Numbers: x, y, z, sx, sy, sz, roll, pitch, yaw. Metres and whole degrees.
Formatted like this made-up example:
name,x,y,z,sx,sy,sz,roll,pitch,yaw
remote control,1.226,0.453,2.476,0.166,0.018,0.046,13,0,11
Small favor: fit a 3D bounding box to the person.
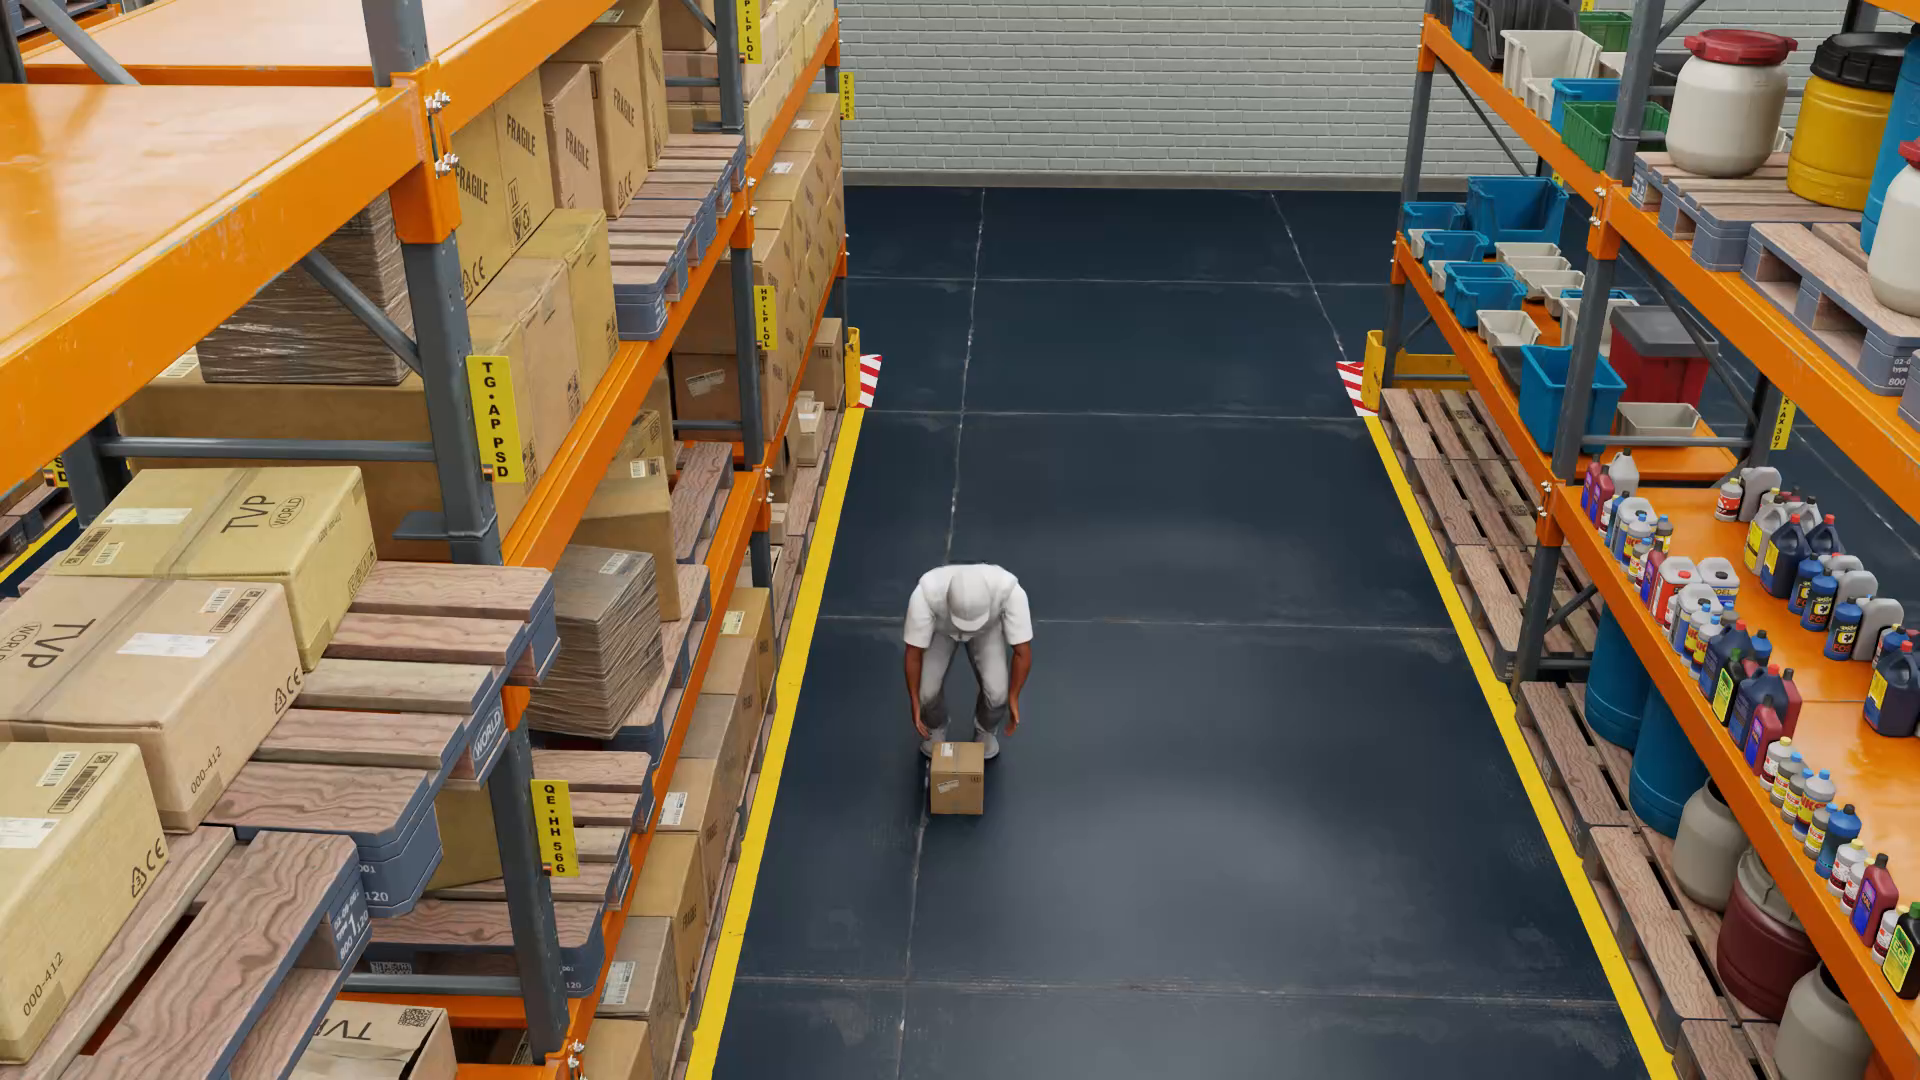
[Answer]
name,x,y,z,sx,sy,sz,roll,pitch,yaw
person,0.046,0.545,8.146,0.622,1.224,0.838,1,28,3
